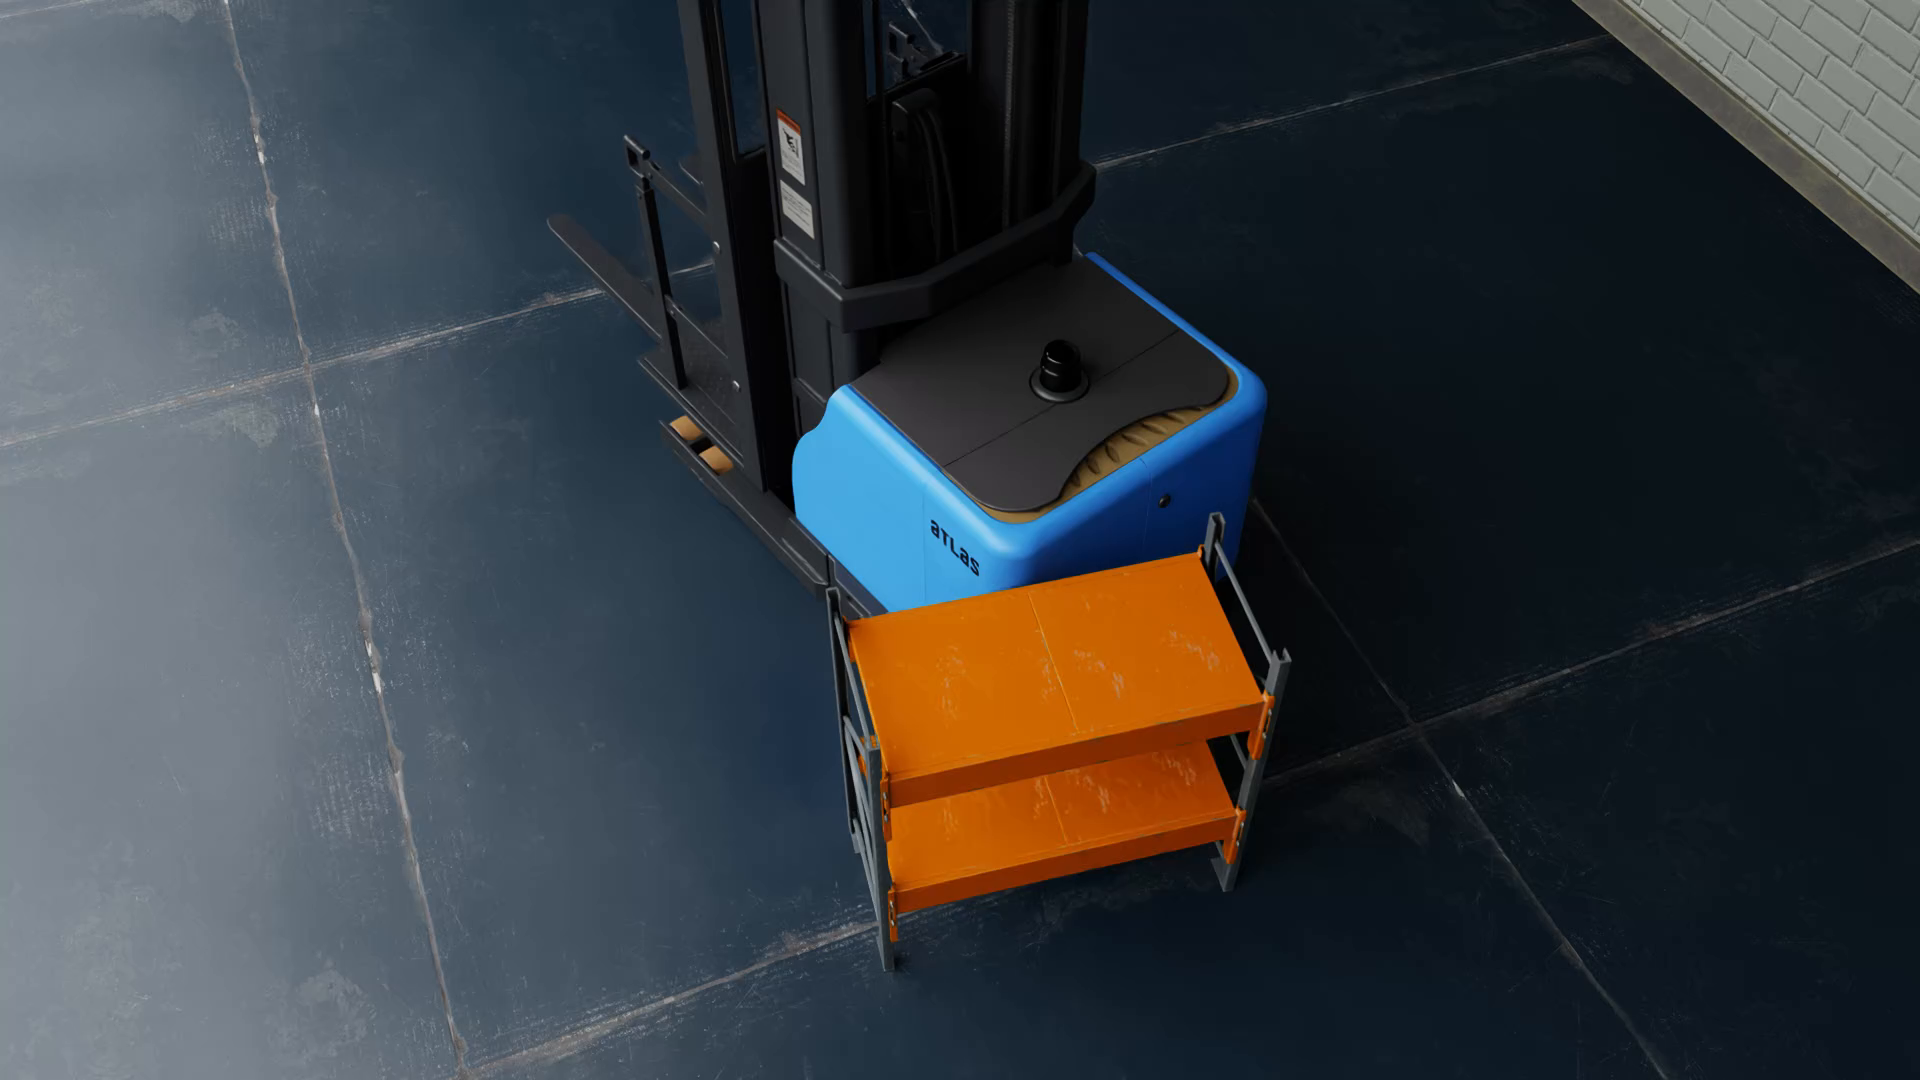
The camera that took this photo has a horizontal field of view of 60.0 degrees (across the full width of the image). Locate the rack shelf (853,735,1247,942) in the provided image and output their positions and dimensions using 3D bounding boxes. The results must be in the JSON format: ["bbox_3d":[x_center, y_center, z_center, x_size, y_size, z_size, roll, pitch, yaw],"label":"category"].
[{"bbox_3d":[0.233,0.732,4.701,1.000,0.278,0.538,-11,50,-9],"label":"rack shelf"}]

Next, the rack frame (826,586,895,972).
[{"bbox_3d":[-0.260,0.669,4.434,0.032,1.125,0.500,-11,50,-9],"label":"rack frame"}]

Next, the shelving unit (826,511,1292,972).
[{"bbox_3d":[0.233,0.573,4.516,1.048,1.125,0.538,-11,50,-9],"label":"shelving unit"}]

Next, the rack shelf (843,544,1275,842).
[{"bbox_3d":[0.233,0.383,4.294,1.000,0.278,0.538,-11,50,-9],"label":"rack shelf"}]

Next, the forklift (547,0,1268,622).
[{"bbox_3d":[-0.418,-1.337,4.966,1.130,2.935,3.031,-31,56,-24],"label":"forklift"}]

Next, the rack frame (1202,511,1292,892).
[{"bbox_3d":[0.725,0.478,4.598,0.032,1.125,0.500,-11,50,-9],"label":"rack frame"}]
